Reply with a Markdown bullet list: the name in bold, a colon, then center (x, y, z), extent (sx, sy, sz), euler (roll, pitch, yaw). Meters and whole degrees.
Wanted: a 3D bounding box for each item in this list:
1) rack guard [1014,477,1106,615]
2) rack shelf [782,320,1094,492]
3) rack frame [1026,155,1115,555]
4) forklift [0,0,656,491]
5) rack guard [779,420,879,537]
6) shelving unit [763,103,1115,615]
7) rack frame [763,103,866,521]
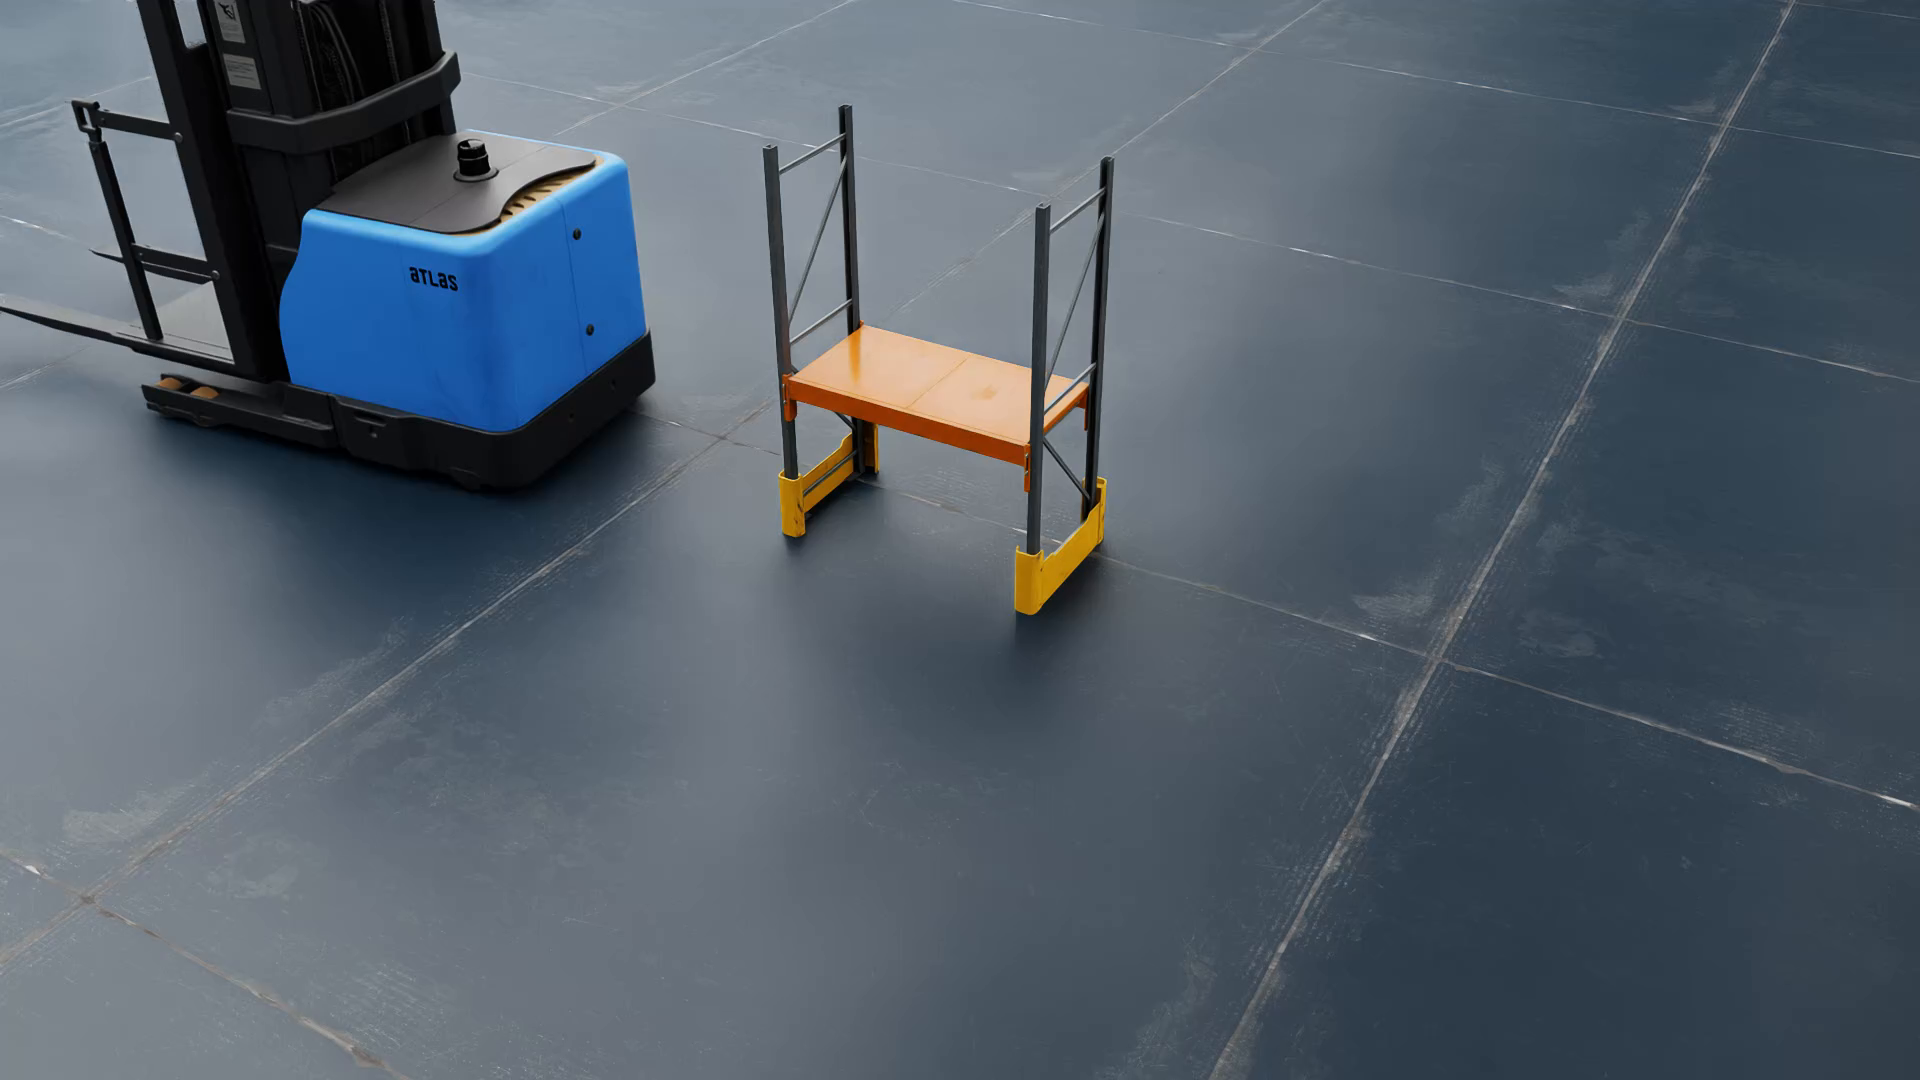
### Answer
- **rack guard**: center (0.366, 0.012, 6.007), extent (0.087, 0.250, 0.587), euler (18, 37, 24)
- **rack shelf**: center (-0.074, -0.498, 5.969), extent (1.000, 0.185, 0.538), euler (18, 37, 24)
- **rack frame**: center (0.367, -0.508, 5.660), extent (0.032, 1.500, 0.500), euler (18, 37, 24)
- **forklift**: center (-2.873, -1.944, 6.524), extent (3.031, 2.935, 1.130), euler (14, 36, 19)
- **rack guard**: center (-0.499, -0.262, 6.418), extent (0.087, 0.250, 0.587), euler (18, 37, 24)
- **shelving unit**: center (-0.066, -0.645, 5.866), extent (1.083, 1.500, 0.587), euler (18, 37, 24)
- **rack frame**: center (-0.515, -0.788, 6.079), extent (0.032, 1.500, 0.500), euler (18, 37, 24)
